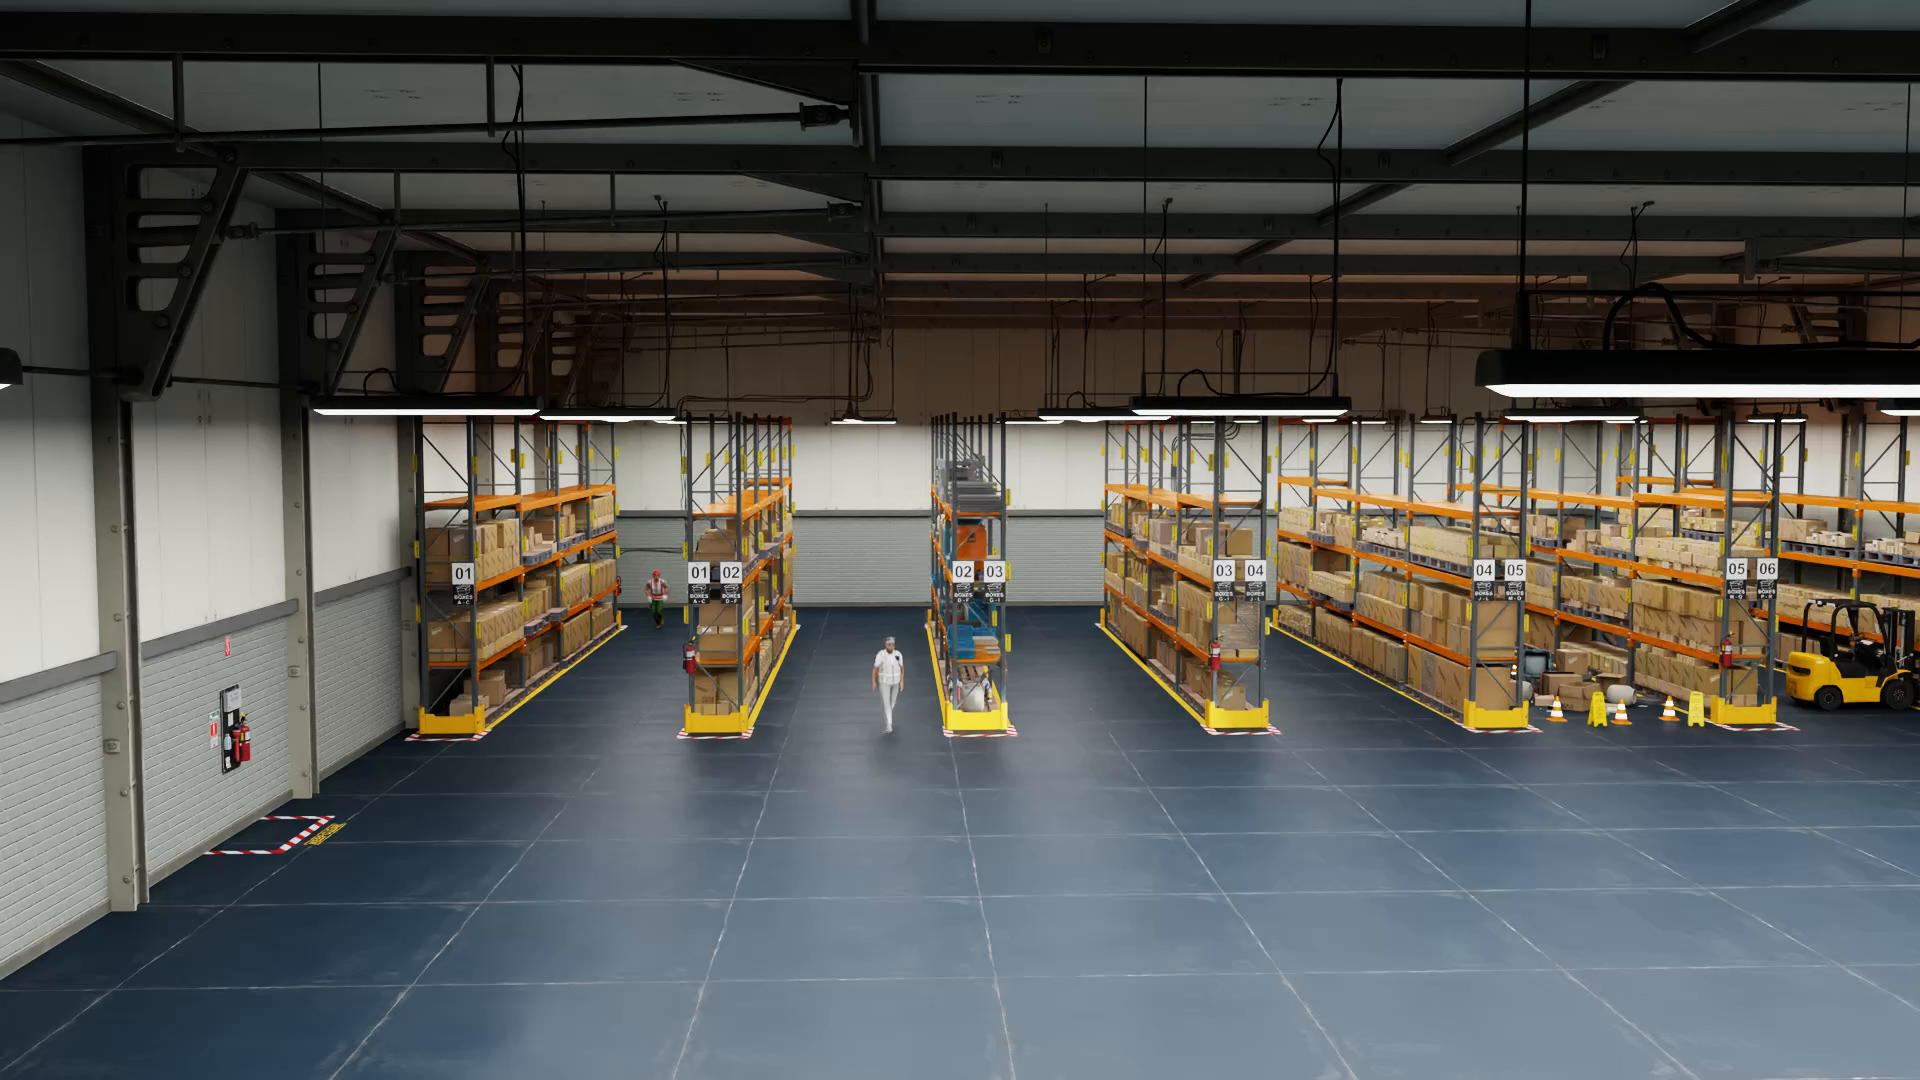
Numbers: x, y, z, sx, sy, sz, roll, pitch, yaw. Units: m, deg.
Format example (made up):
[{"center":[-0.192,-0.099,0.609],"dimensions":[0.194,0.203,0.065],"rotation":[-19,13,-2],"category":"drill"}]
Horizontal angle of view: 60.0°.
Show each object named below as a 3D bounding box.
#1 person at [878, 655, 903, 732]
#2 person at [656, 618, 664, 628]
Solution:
[{"center":[-1.339,2.873,31.524],"dimensions":[0.536,1.373,0.933],"rotation":[-2,4,-29],"category":"person"},{"center":[-8.542,2.307,47.312],"dimensions":[0.202,0.411,0.307],"rotation":[0,4,4],"category":"person"}]
